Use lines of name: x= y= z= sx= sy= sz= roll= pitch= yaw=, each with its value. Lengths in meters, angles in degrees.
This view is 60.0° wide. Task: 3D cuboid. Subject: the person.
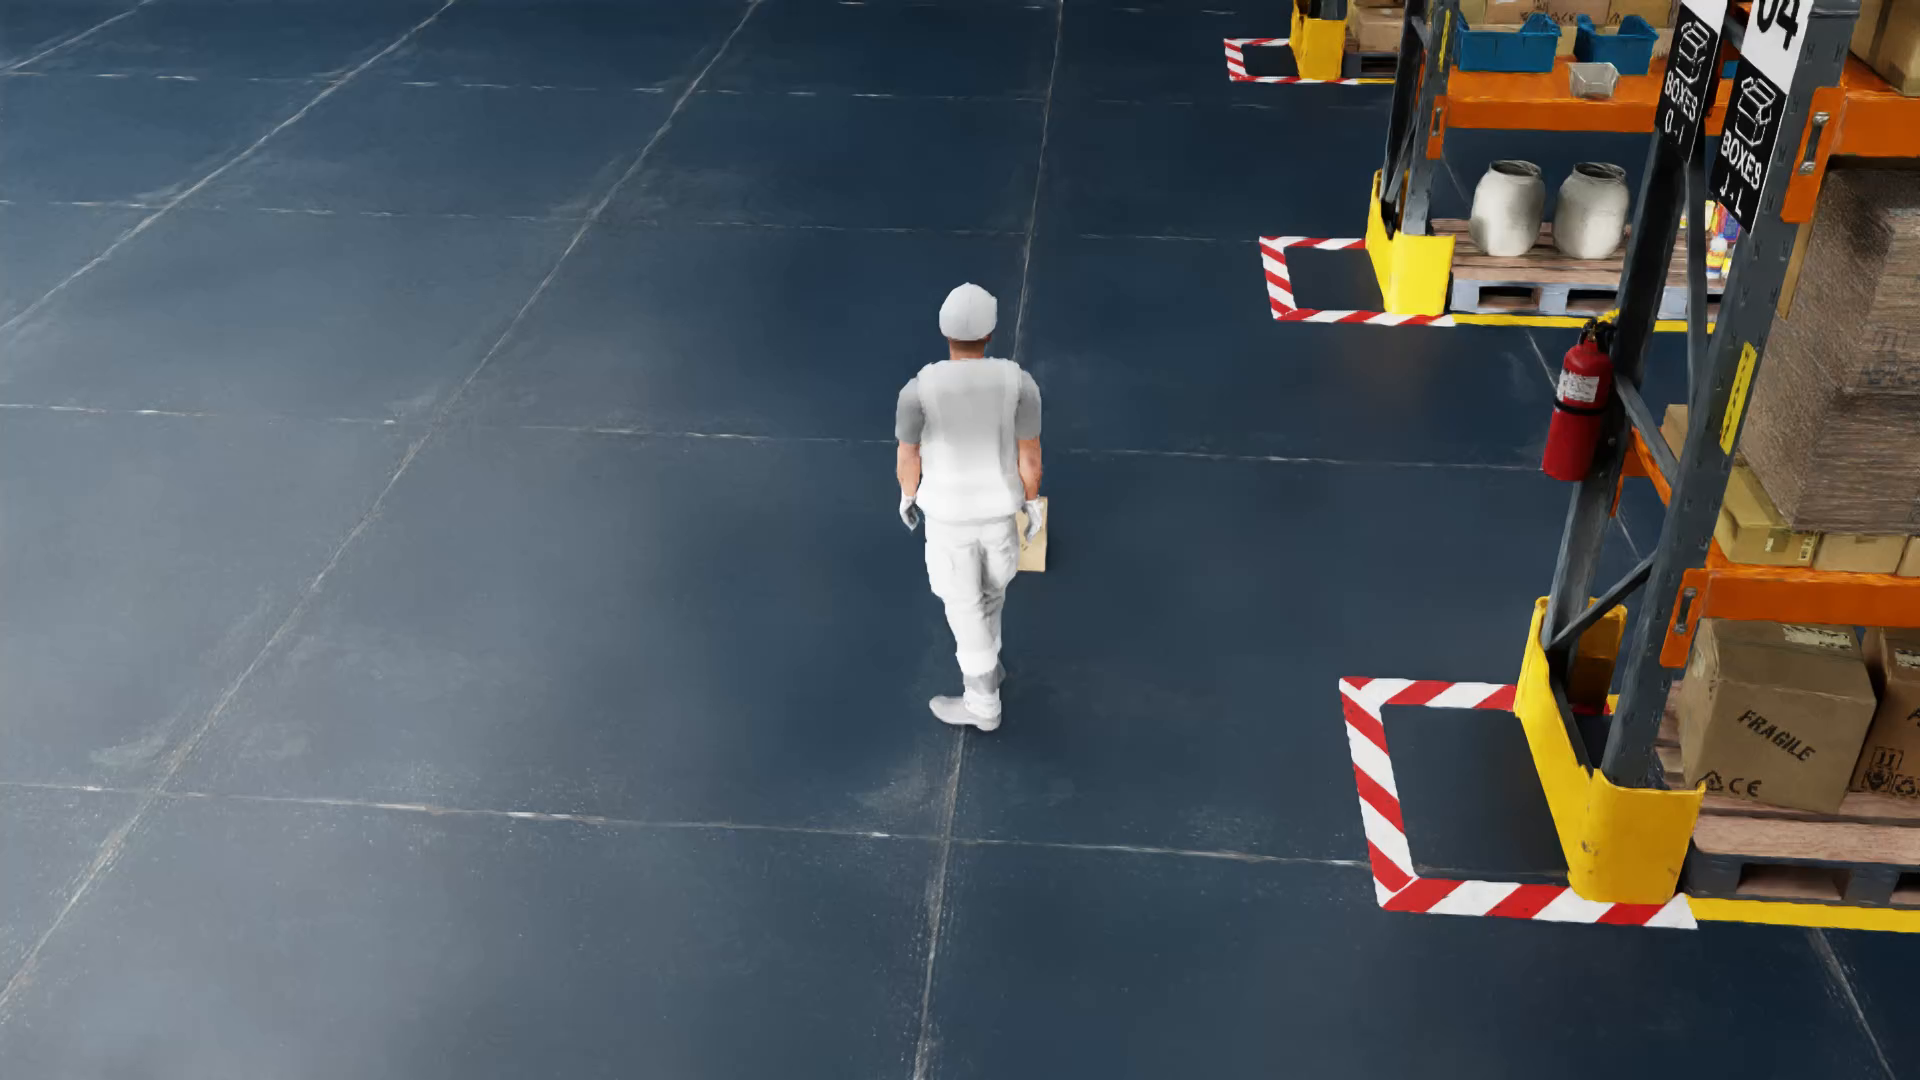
person: x=0.041 y=-0.109 z=6.266 sx=0.546 sy=1.792 sz=0.485 roll=-7 pitch=32 yaw=-12
